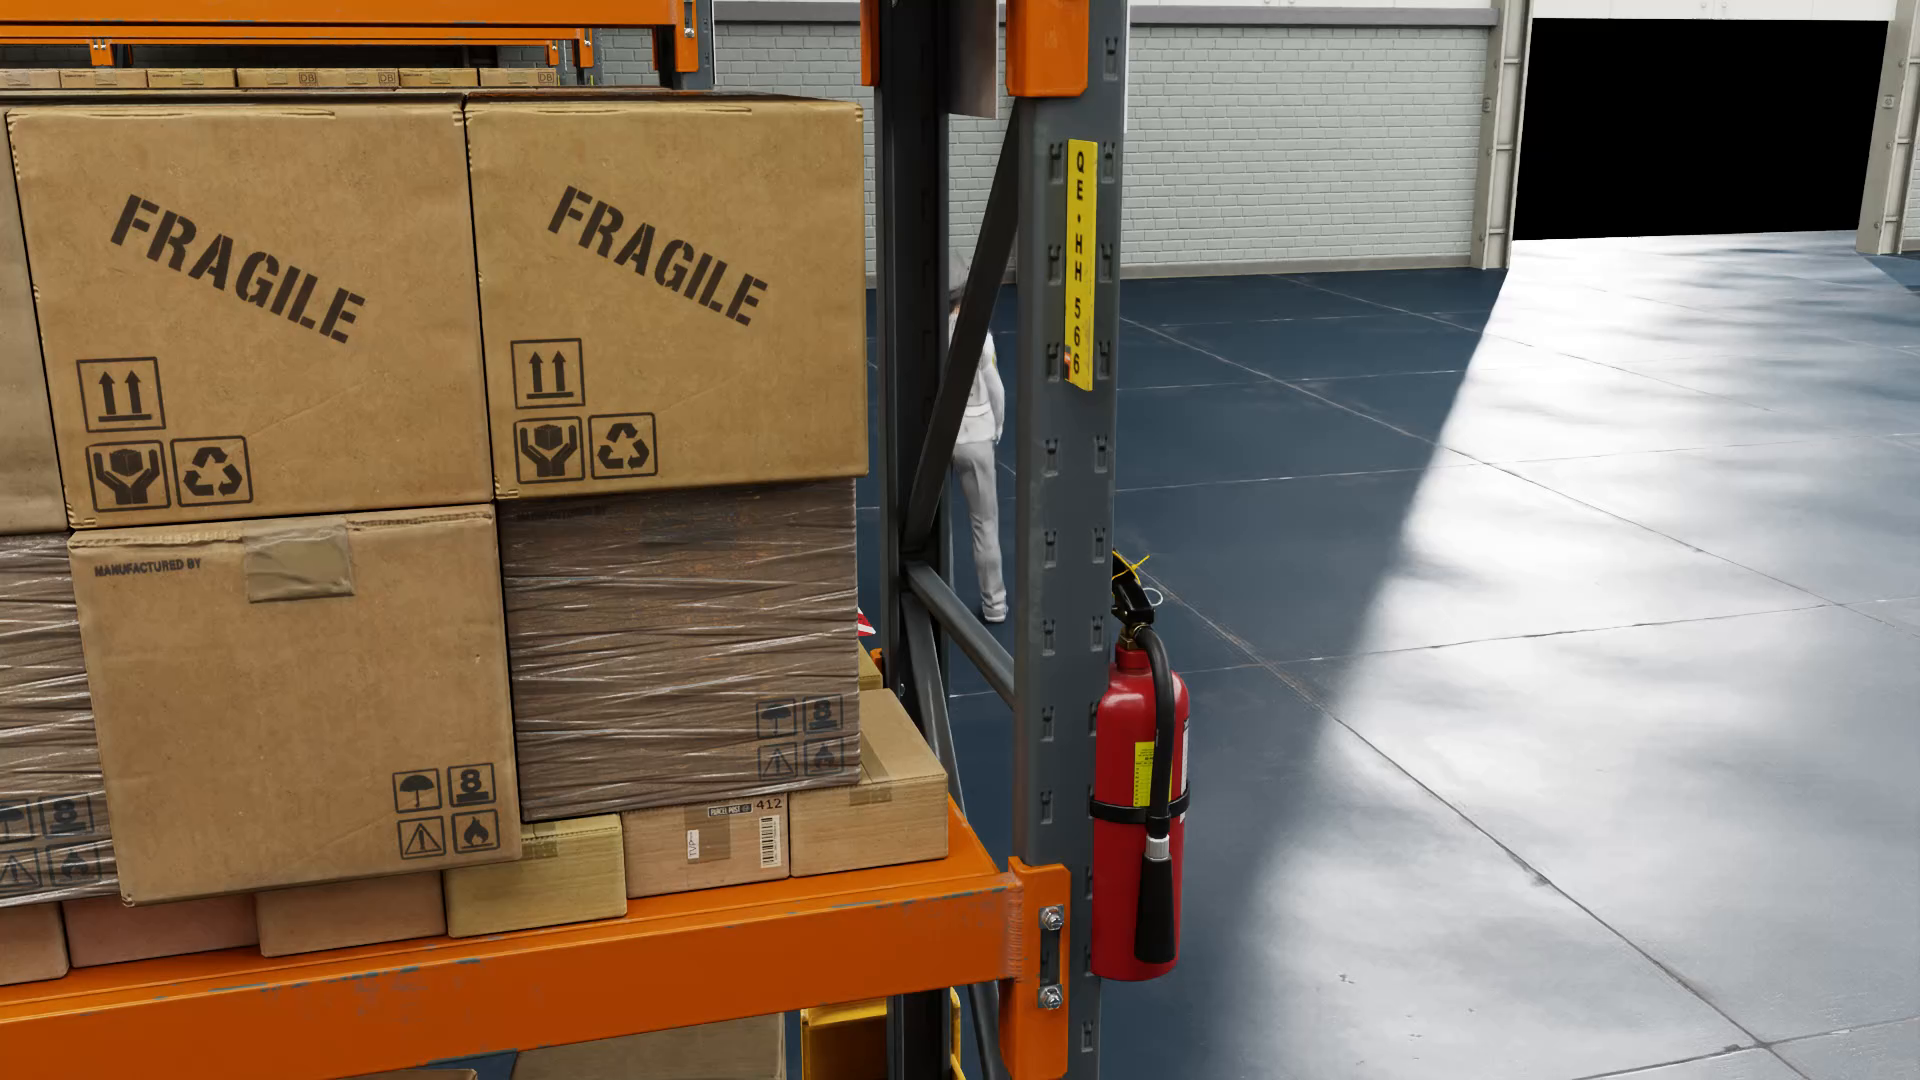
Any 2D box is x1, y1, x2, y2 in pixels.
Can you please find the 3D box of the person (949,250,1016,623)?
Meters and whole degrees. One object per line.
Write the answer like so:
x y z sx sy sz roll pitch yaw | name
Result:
0.018 -0.458 7.506 0.525 1.693 0.503 -9 18 -28 | person
